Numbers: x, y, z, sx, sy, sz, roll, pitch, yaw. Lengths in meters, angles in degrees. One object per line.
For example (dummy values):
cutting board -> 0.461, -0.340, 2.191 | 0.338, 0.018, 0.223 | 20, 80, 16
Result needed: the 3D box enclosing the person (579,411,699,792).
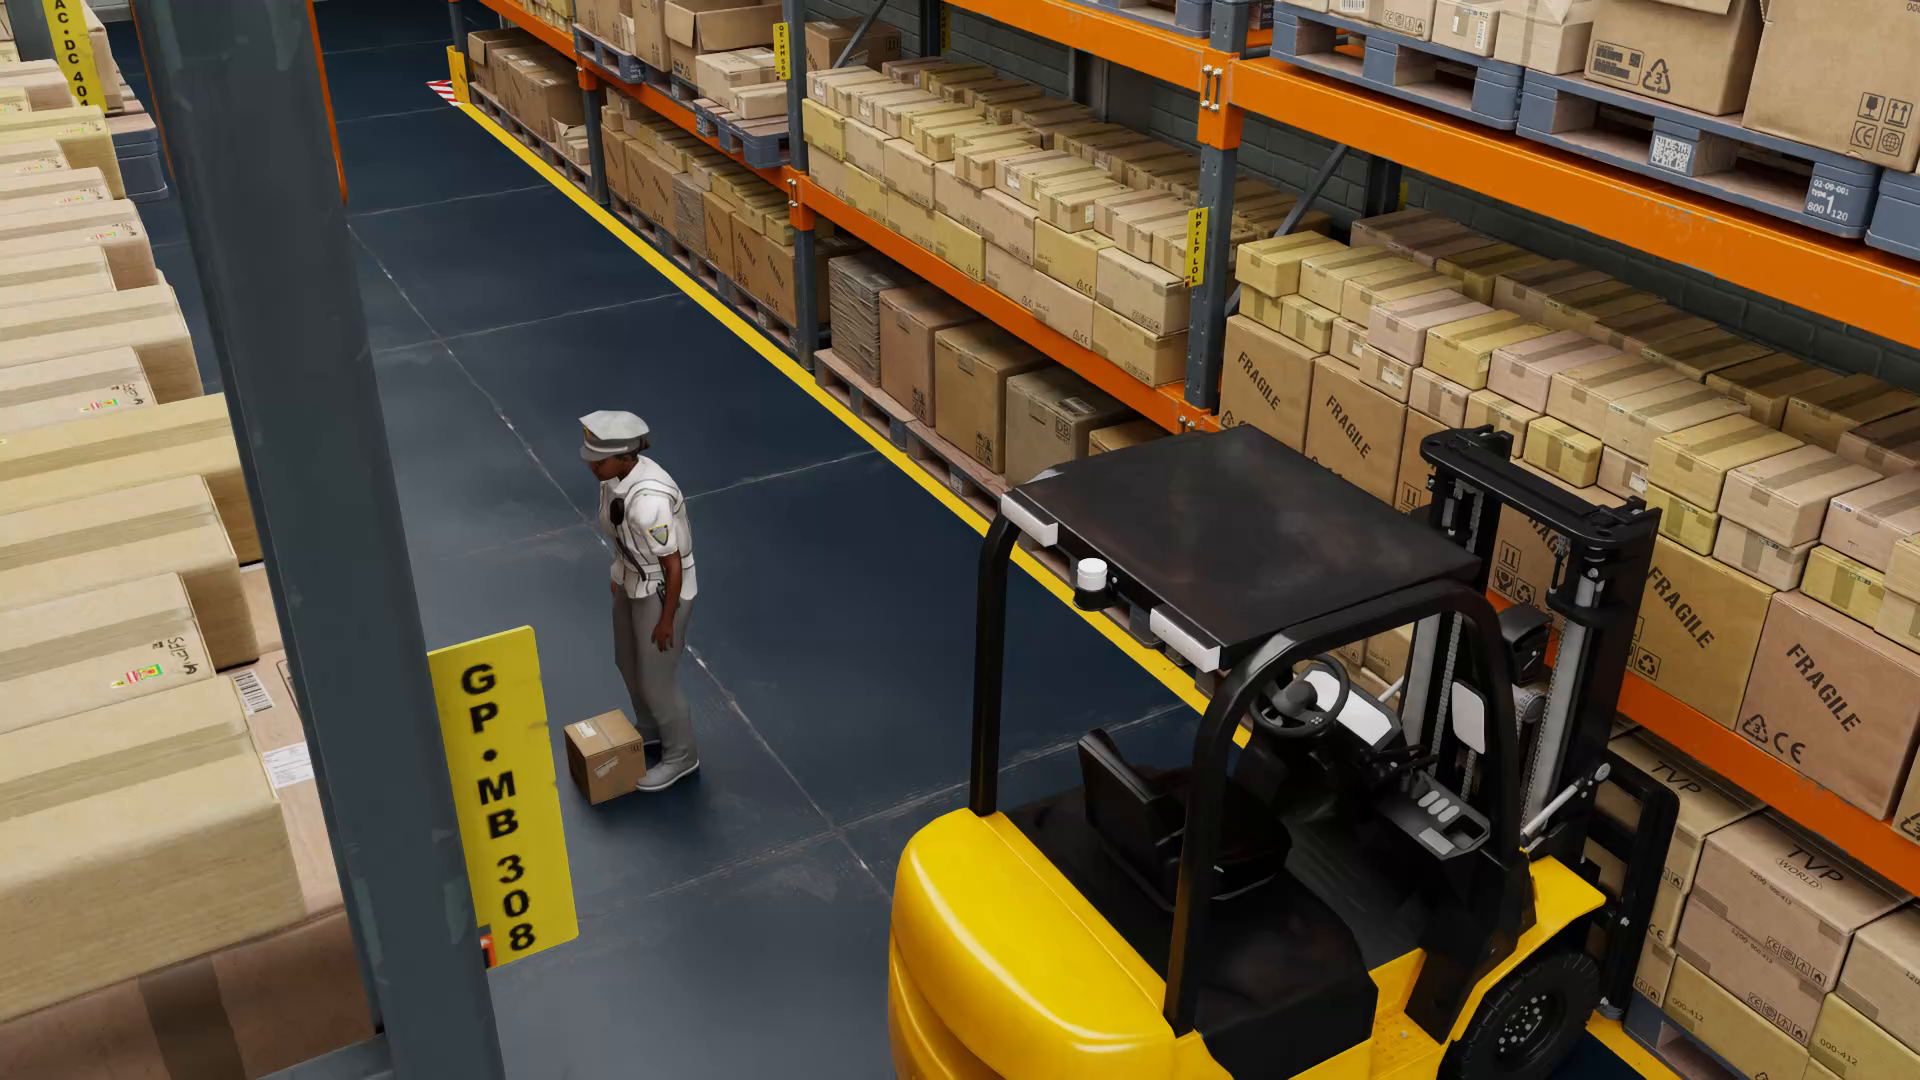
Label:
person -> -1.279, 0.229, 6.719 | 0.395, 1.657, 0.521 | -18, 34, -29
